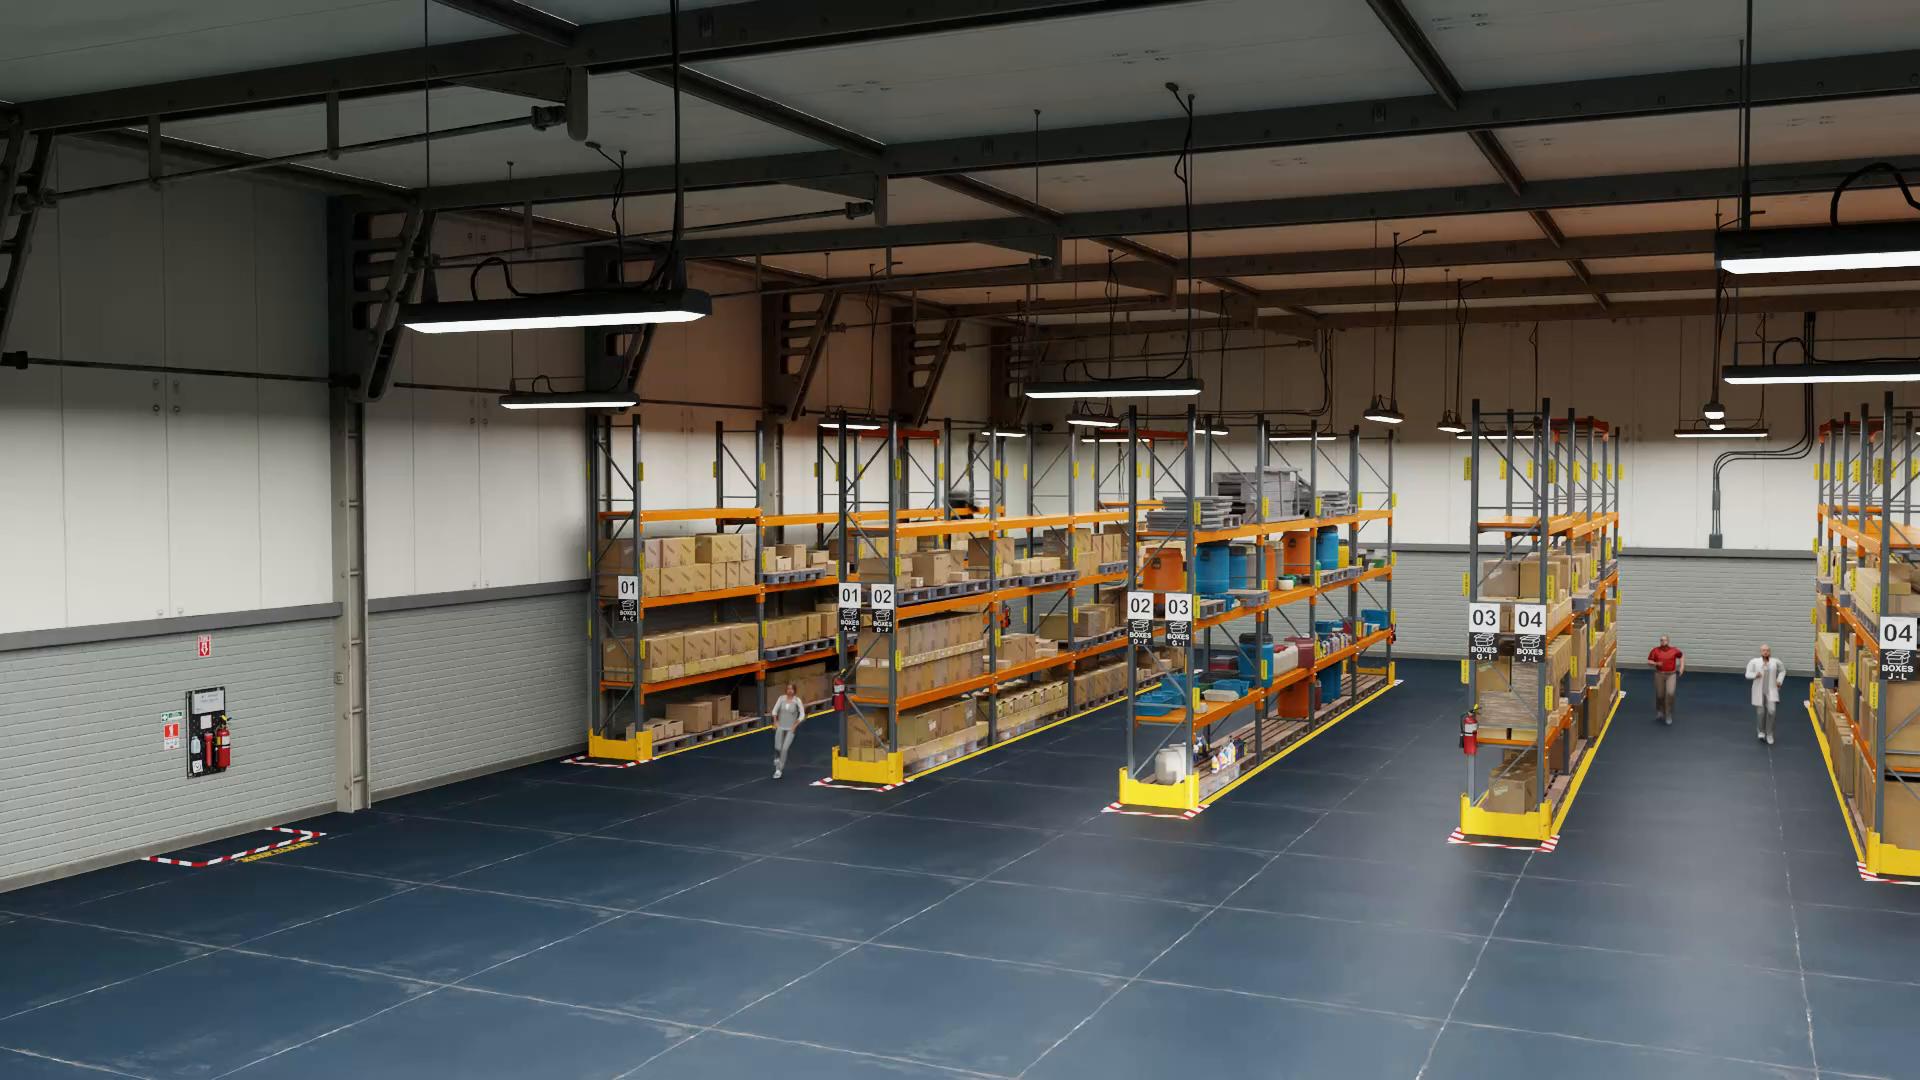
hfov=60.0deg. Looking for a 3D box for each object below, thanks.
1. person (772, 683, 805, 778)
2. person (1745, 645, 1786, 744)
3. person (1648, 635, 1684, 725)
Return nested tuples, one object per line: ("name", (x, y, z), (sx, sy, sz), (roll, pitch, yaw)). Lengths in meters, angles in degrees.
("person", (-2.822, 3.114, 27.376), (0.552, 1.551, 0.528), (0, 2, 0))
("person", (14.892, 2.853, 30.743), (0.685, 1.826, 0.777), (1, 3, 24))
("person", (14.121, 2.789, 33.289), (0.668, 1.755, 0.897), (1, 3, 26))
